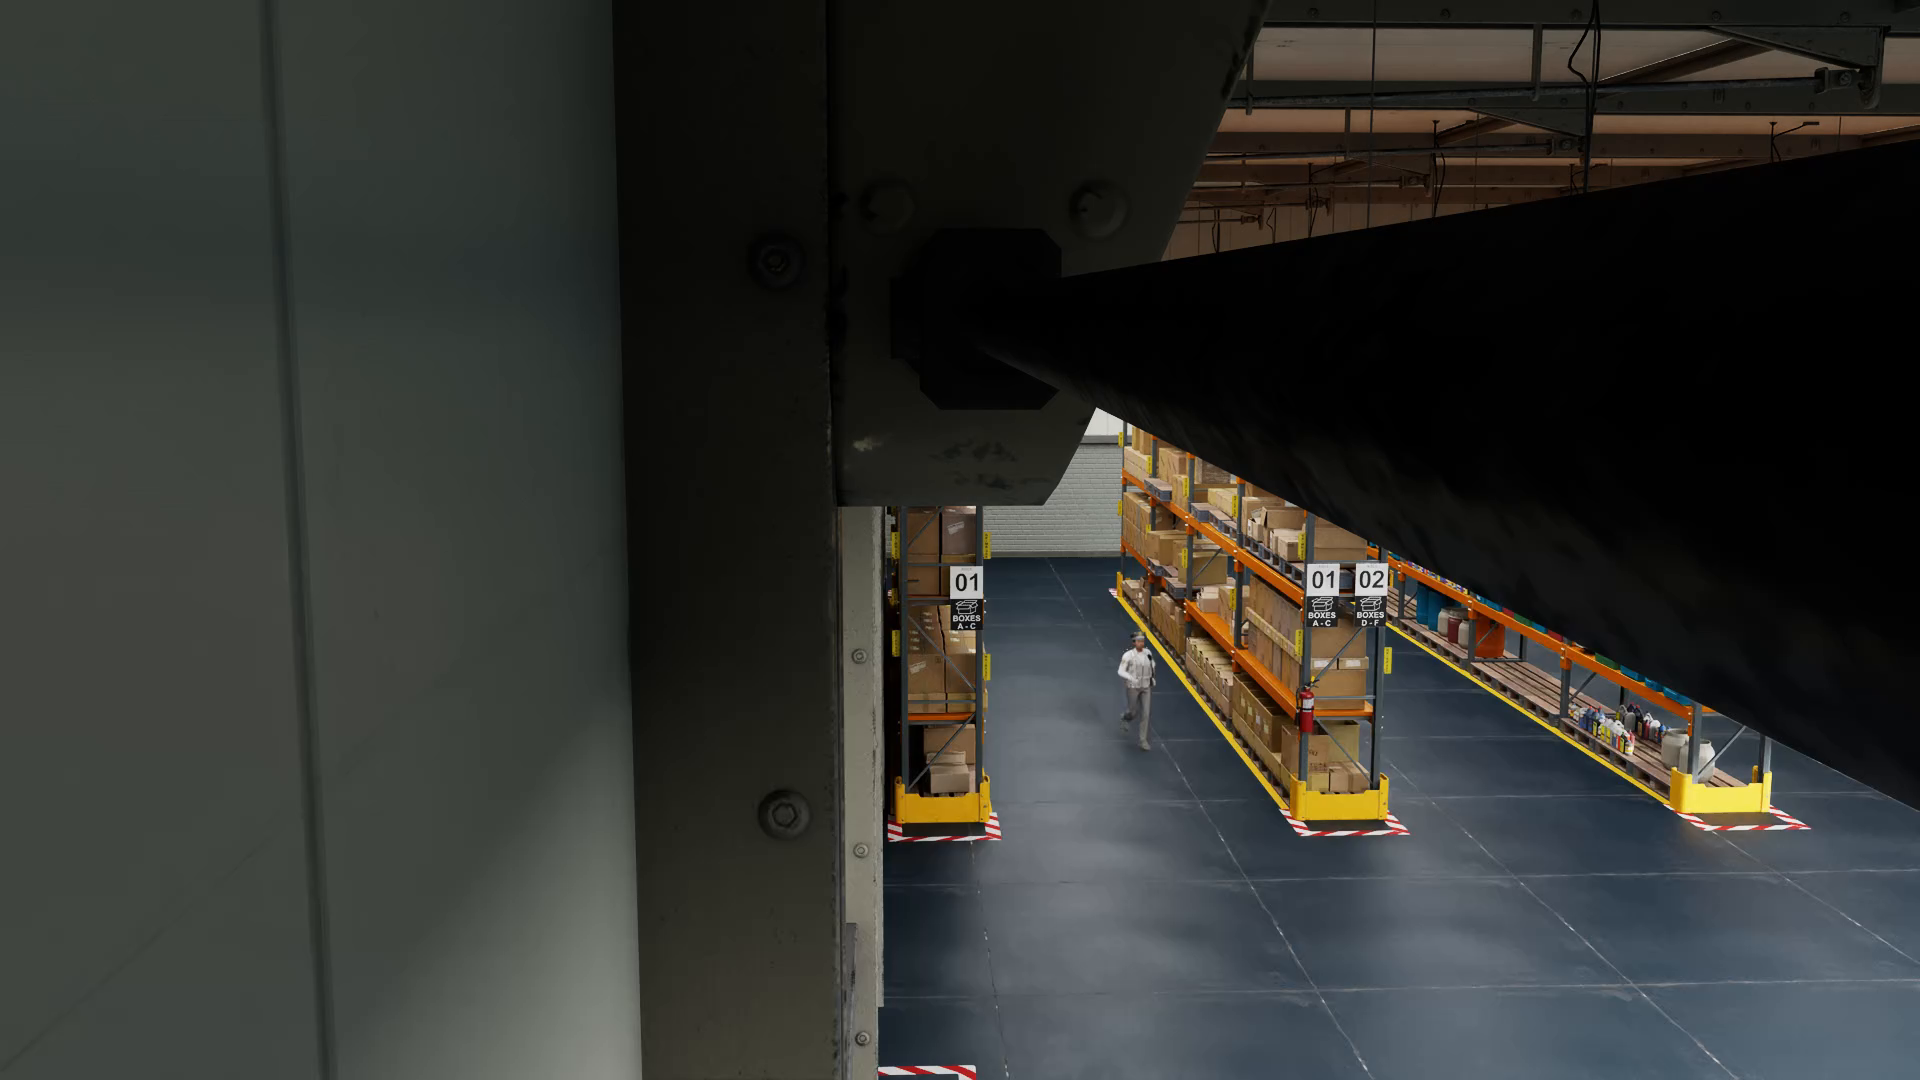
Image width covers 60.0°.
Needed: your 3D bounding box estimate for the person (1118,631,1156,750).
[{"bbox_3d":[2.584,2.128,24.015,0.618,1.664,0.890,-2,8,-15],"label":"person"}]
